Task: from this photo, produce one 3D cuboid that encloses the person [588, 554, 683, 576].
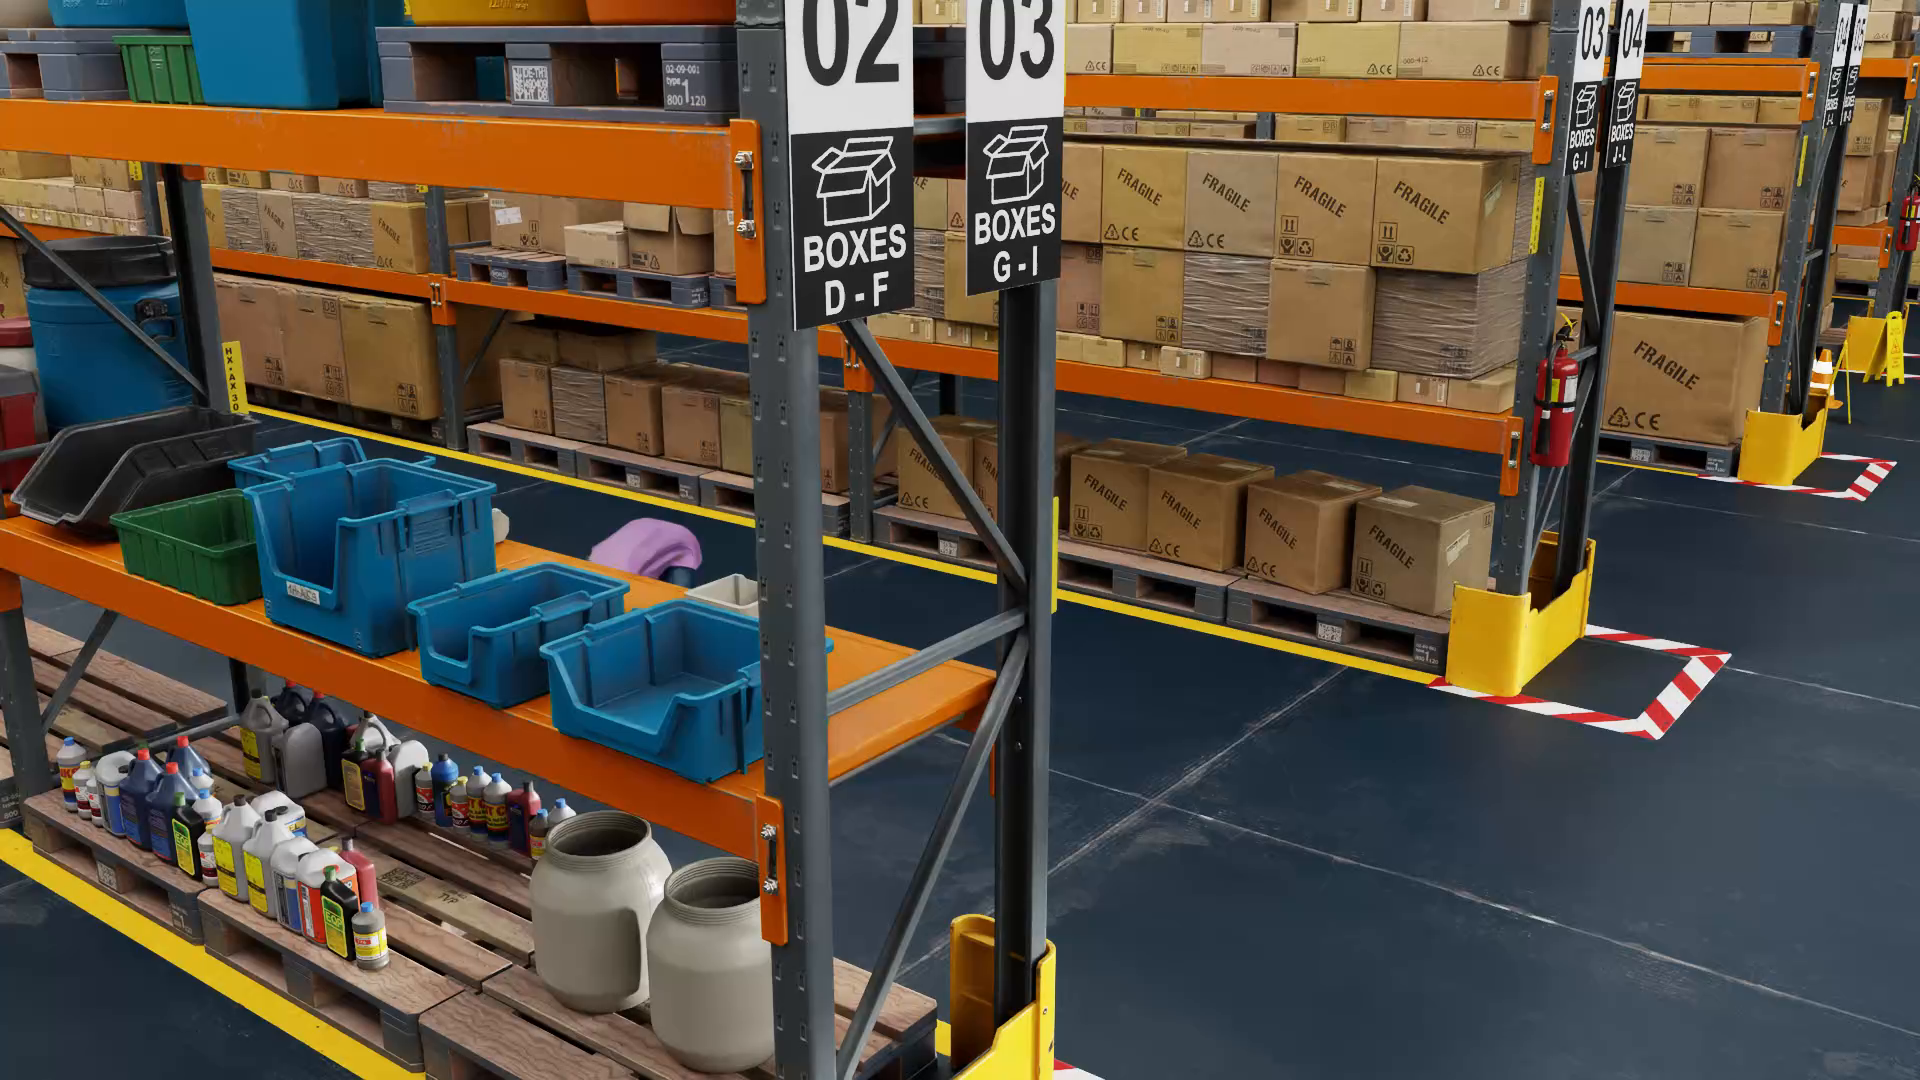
[{"bbox_3d":[-1.500,0.421,7.394,0.355,0.887,0.847,11,20,32],"label":"person"}]
